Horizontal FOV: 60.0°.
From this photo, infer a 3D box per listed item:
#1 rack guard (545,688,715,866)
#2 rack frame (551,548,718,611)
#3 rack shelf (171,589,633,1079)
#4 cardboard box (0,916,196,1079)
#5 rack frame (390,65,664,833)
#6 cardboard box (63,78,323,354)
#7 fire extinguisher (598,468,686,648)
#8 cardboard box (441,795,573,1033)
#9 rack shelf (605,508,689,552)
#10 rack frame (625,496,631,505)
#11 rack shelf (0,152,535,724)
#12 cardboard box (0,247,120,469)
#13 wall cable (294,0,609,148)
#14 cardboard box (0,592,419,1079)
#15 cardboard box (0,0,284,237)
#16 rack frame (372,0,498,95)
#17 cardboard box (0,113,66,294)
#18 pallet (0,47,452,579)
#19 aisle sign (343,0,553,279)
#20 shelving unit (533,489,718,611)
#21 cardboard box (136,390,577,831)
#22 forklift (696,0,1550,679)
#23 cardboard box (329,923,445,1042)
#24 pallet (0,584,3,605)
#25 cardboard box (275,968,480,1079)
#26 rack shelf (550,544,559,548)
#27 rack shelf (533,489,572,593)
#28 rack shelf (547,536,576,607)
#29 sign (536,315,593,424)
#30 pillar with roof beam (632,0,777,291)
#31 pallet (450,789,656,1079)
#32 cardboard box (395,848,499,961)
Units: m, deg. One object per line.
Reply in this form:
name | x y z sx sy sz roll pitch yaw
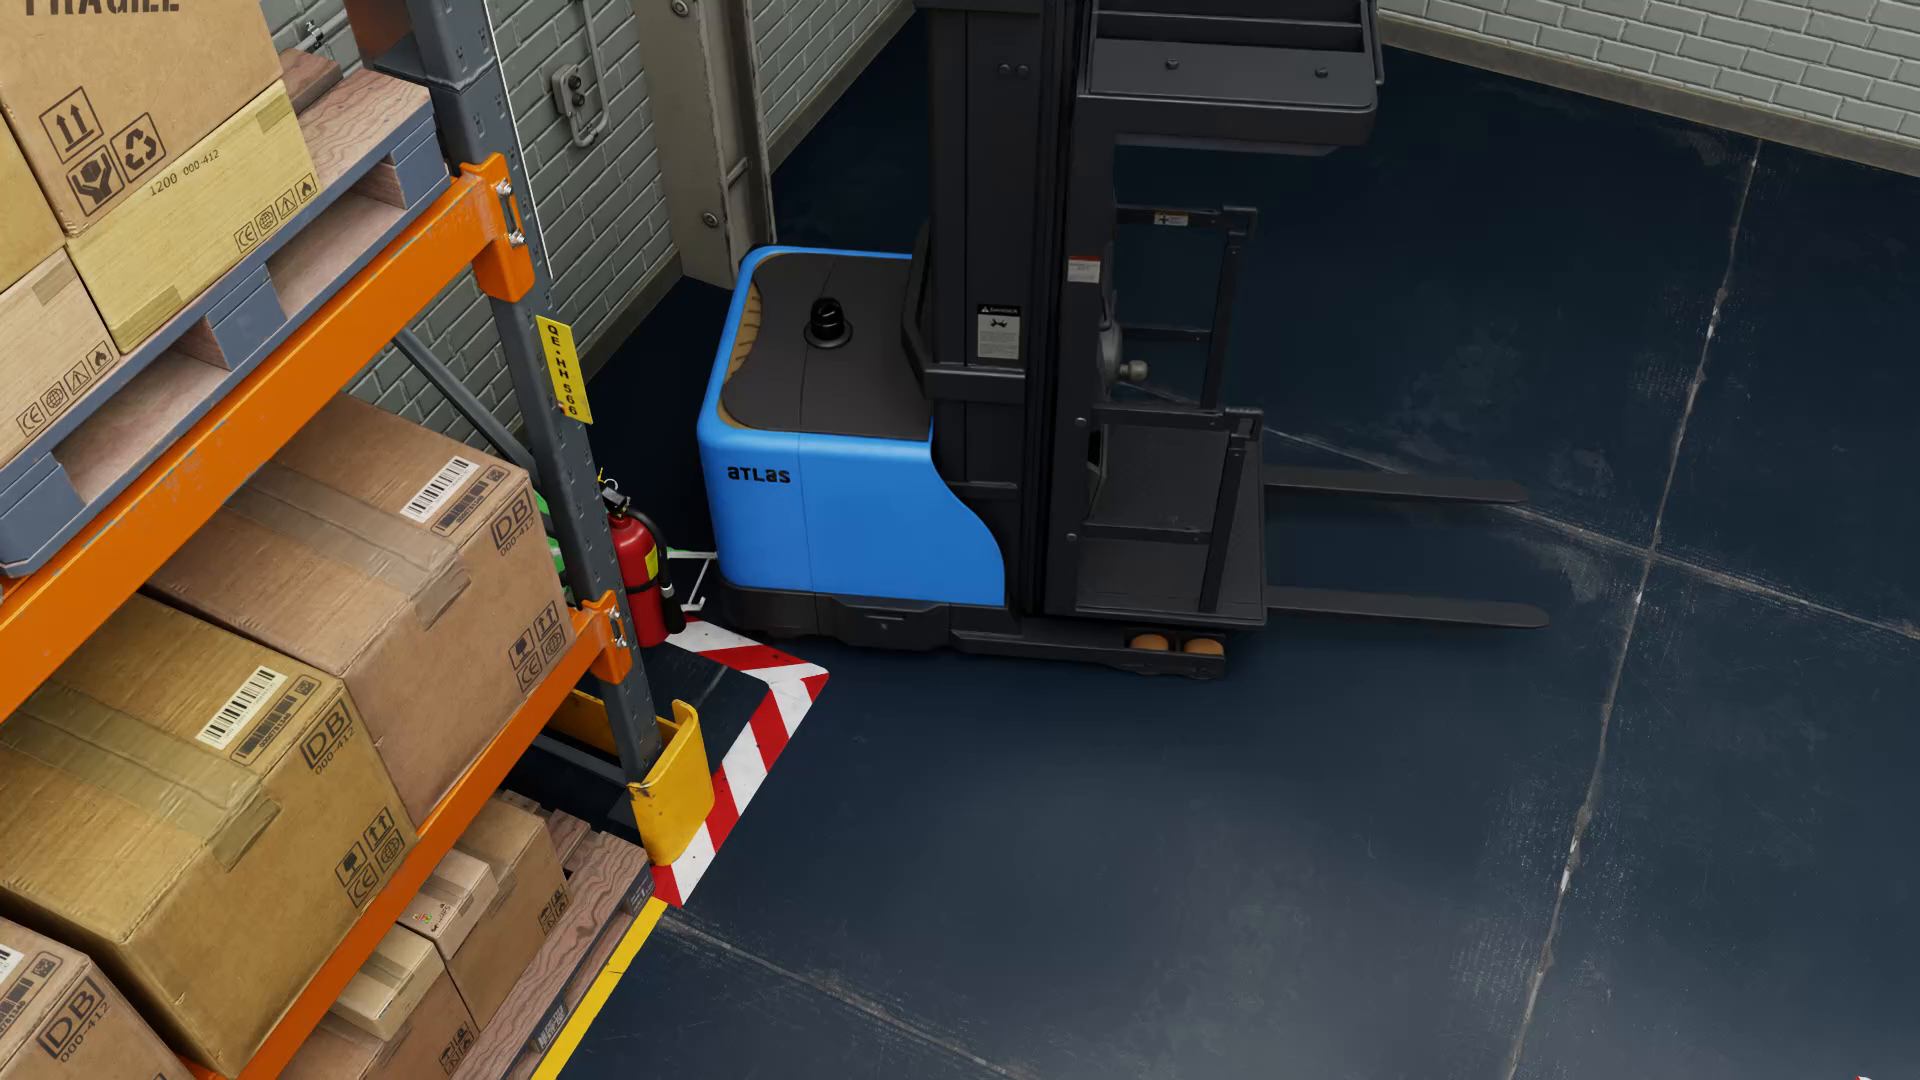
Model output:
rack guard | -1.434 0.650 5.684 1.175 0.500 0.348 20 52 16
rack frame | -1.196 0.144 5.751 0.015 0.240 1.200 29 11 23
rack shelf | -2.299 1.467 3.820 1.077 0.370 4.000 20 52 16
cardboard box | -2.288 1.140 3.428 0.980 0.700 0.700 18 52 14
rack frame | -1.444 -0.144 4.718 1.000 3.000 0.127 20 52 16
cardboard box | -1.517 -0.645 2.932 0.500 0.250 0.500 21 53 17
fire extinguisher | -0.962 0.049 4.850 0.296 0.674 0.183 20 52 16
cardboard box | -1.653 1.045 5.072 0.700 0.500 0.500 20 52 16
rack shelf | -1.264 0.042 6.121 0.480 0.258 0.148 29 11 23
rack frame | -1.590 -0.074 5.941 0.015 0.240 1.200 29 11 23
rack shelf | -2.299 0.495 2.677 1.077 0.370 4.000 20 52 16
cardboard box | -1.738 -0.286 2.627 0.500 0.250 0.500 18 52 15
wall cable | -1.752 -1.662 5.343 0.084 1.984 1.851 20 52 16
cardboard box | -1.954 0.618 3.873 0.980 0.700 0.700 19 52 16
cardboard box | -1.510 -0.886 2.644 0.500 0.500 0.500 20 52 16
rack frame | -1.444 -2.088 2.433 1.000 3.000 0.127 20 52 16
cardboard box | -1.734 -0.545 2.354 0.500 0.500 0.500 21 53 17
pallet | -1.752 -0.573 3.172 1.003 0.211 1.213 20 52 16
aisle sign | -1.142 -0.938 3.687 0.394 0.787 0.004 20 52 16
shelving unit | -1.393 0.035 5.846 0.503 0.258 1.200 29 11 23
cardboard box | -1.653 0.114 4.302 0.980 0.700 0.700 22 53 18
forklift | 0.658 -0.864 5.376 3.031 2.935 1.130 4 50 4
cardboard box | -1.651 1.159 4.549 0.380 0.149 0.250 21 53 17
pallet | -2.272 0.270 2.454 1.003 0.211 1.213 20 52 16
cardboard box | -1.867 1.390 4.779 0.700 0.500 0.500 20 52 16
rack shelf | -1.570 0.025 5.469 0.480 0.258 0.148 29 11 23
rack shelf | -1.366 0.036 5.904 0.480 0.258 0.148 29 11 23
rack shelf | -1.468 0.031 5.687 0.480 0.258 0.148 29 11 23
sign | -0.959 -0.409 4.028 0.100 0.325 0.005 20 52 16
pillar with roof beam | 2.820 -2.828 3.063 9.100 9.000 0.400 20 52 16
pallet | -1.715 1.336 5.290 1.003 0.211 1.213 20 52 16
cardboard box | -1.543 0.982 4.699 0.380 0.149 0.250 19 52 16
